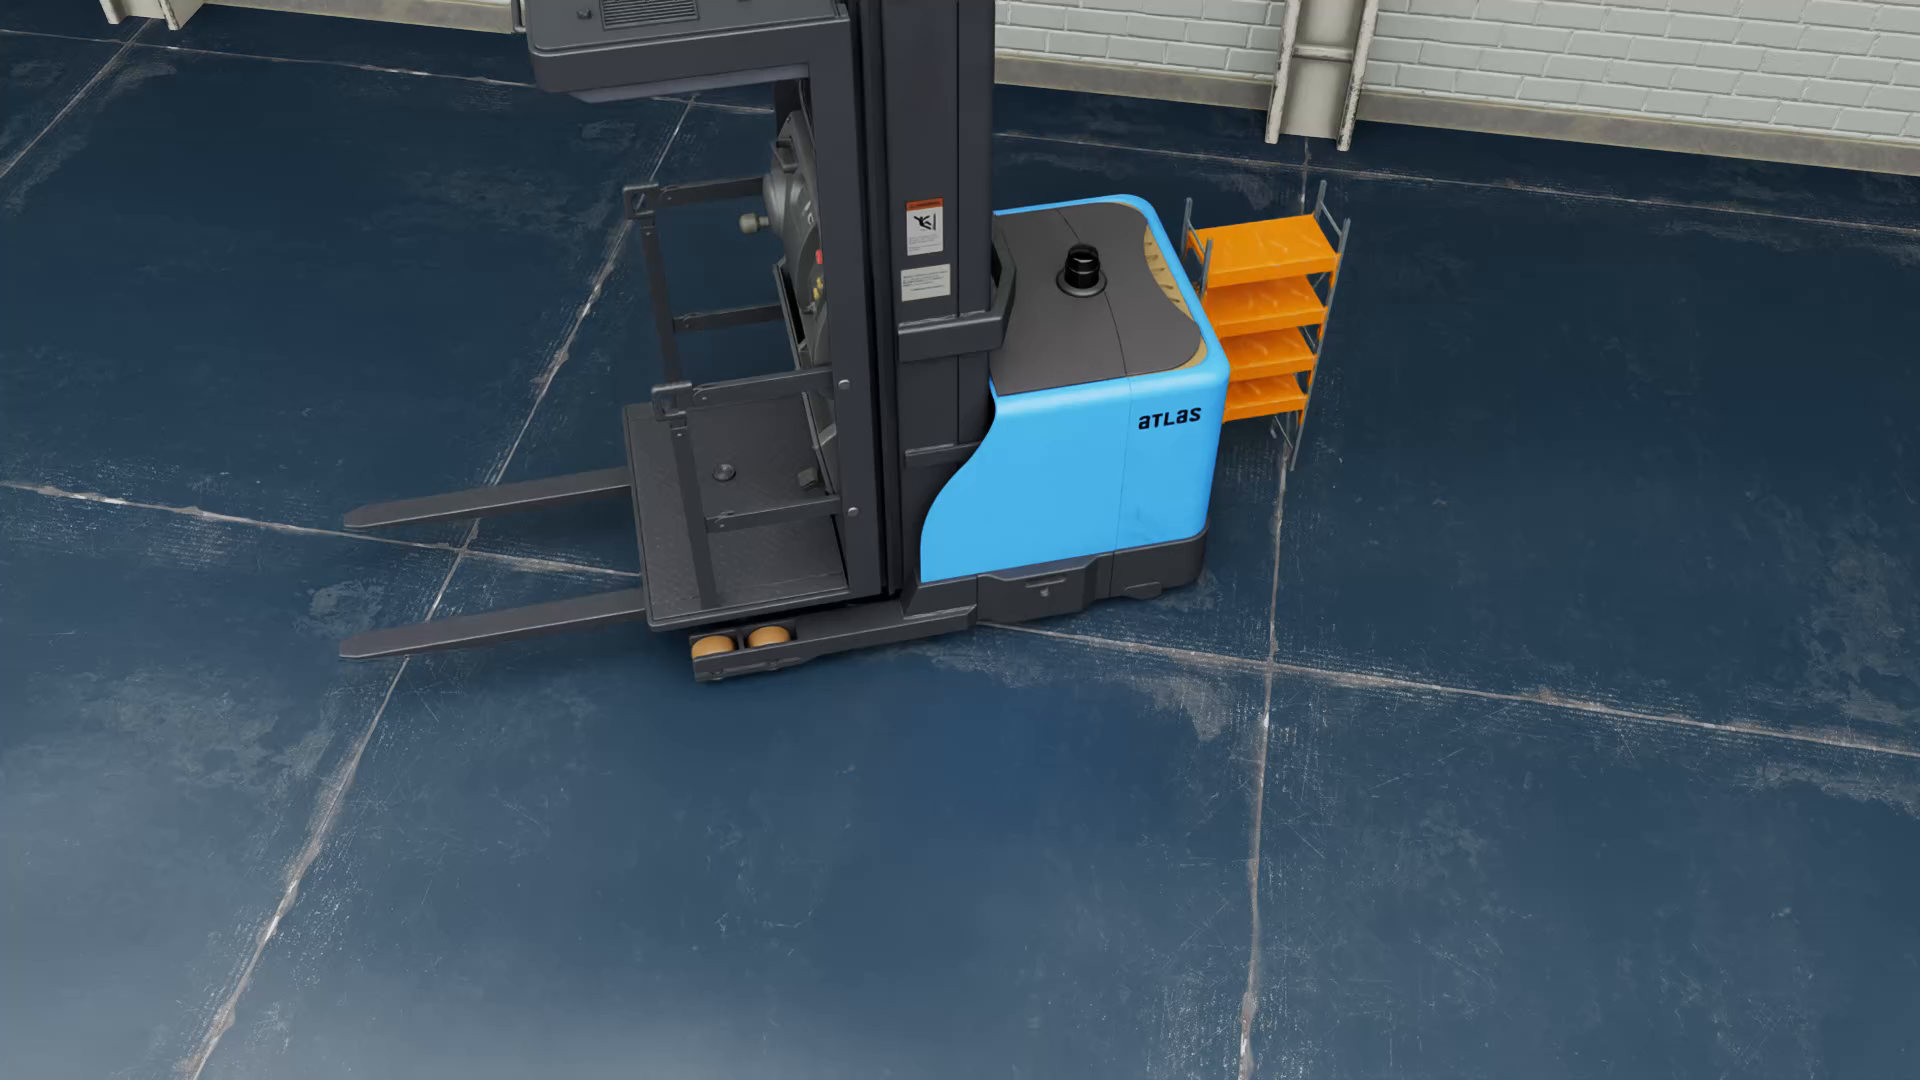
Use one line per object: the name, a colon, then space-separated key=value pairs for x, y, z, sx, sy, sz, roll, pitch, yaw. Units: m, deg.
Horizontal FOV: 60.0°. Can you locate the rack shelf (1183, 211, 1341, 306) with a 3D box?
rack shelf: x=1.043 y=-0.982 z=5.793 sx=0.480 sy=0.148 sz=0.258 roll=-9 pitch=49 yaw=-9

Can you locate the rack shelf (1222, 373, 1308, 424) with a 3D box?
rack shelf: x=1.034 y=-0.541 z=6.282 sx=0.480 sy=0.148 sz=0.258 roll=-9 pitch=49 yaw=-9

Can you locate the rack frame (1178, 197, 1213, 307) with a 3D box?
rack frame: x=0.800 y=-0.680 z=6.046 sx=0.015 sy=1.200 sz=0.240 roll=-9 pitch=49 yaw=-9

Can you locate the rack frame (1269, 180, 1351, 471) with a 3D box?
rack frame: x=1.276 y=-0.758 z=6.124 sx=0.015 sy=1.200 sz=0.240 roll=-9 pitch=49 yaw=-9

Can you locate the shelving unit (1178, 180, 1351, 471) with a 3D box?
shelving unit: x=1.038 y=-0.719 z=6.085 sx=0.503 sy=1.200 sz=0.258 roll=-9 pitch=49 yaw=-9

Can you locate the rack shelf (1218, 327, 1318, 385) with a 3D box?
rack shelf: x=1.037 y=-0.674 z=6.135 sx=0.480 sy=0.148 sz=0.258 roll=-9 pitch=49 yaw=-9

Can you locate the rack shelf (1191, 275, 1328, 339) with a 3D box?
rack shelf: x=1.040 y=-0.824 z=5.969 sx=0.480 sy=0.148 sz=0.258 roll=-9 pitch=49 yaw=-9

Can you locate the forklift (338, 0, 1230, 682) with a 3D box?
forklift: x=-0.685 y=-0.923 z=5.109 sx=3.031 sy=2.935 sz=1.130 roll=-9 pitch=49 yaw=-8

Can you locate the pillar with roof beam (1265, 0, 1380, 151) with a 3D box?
pillar with roof beam: x=0.917 y=-1.846 z=1.859 sx=0.400 sy=9.000 sz=9.100 roll=8 pitch=49 yaw=7
